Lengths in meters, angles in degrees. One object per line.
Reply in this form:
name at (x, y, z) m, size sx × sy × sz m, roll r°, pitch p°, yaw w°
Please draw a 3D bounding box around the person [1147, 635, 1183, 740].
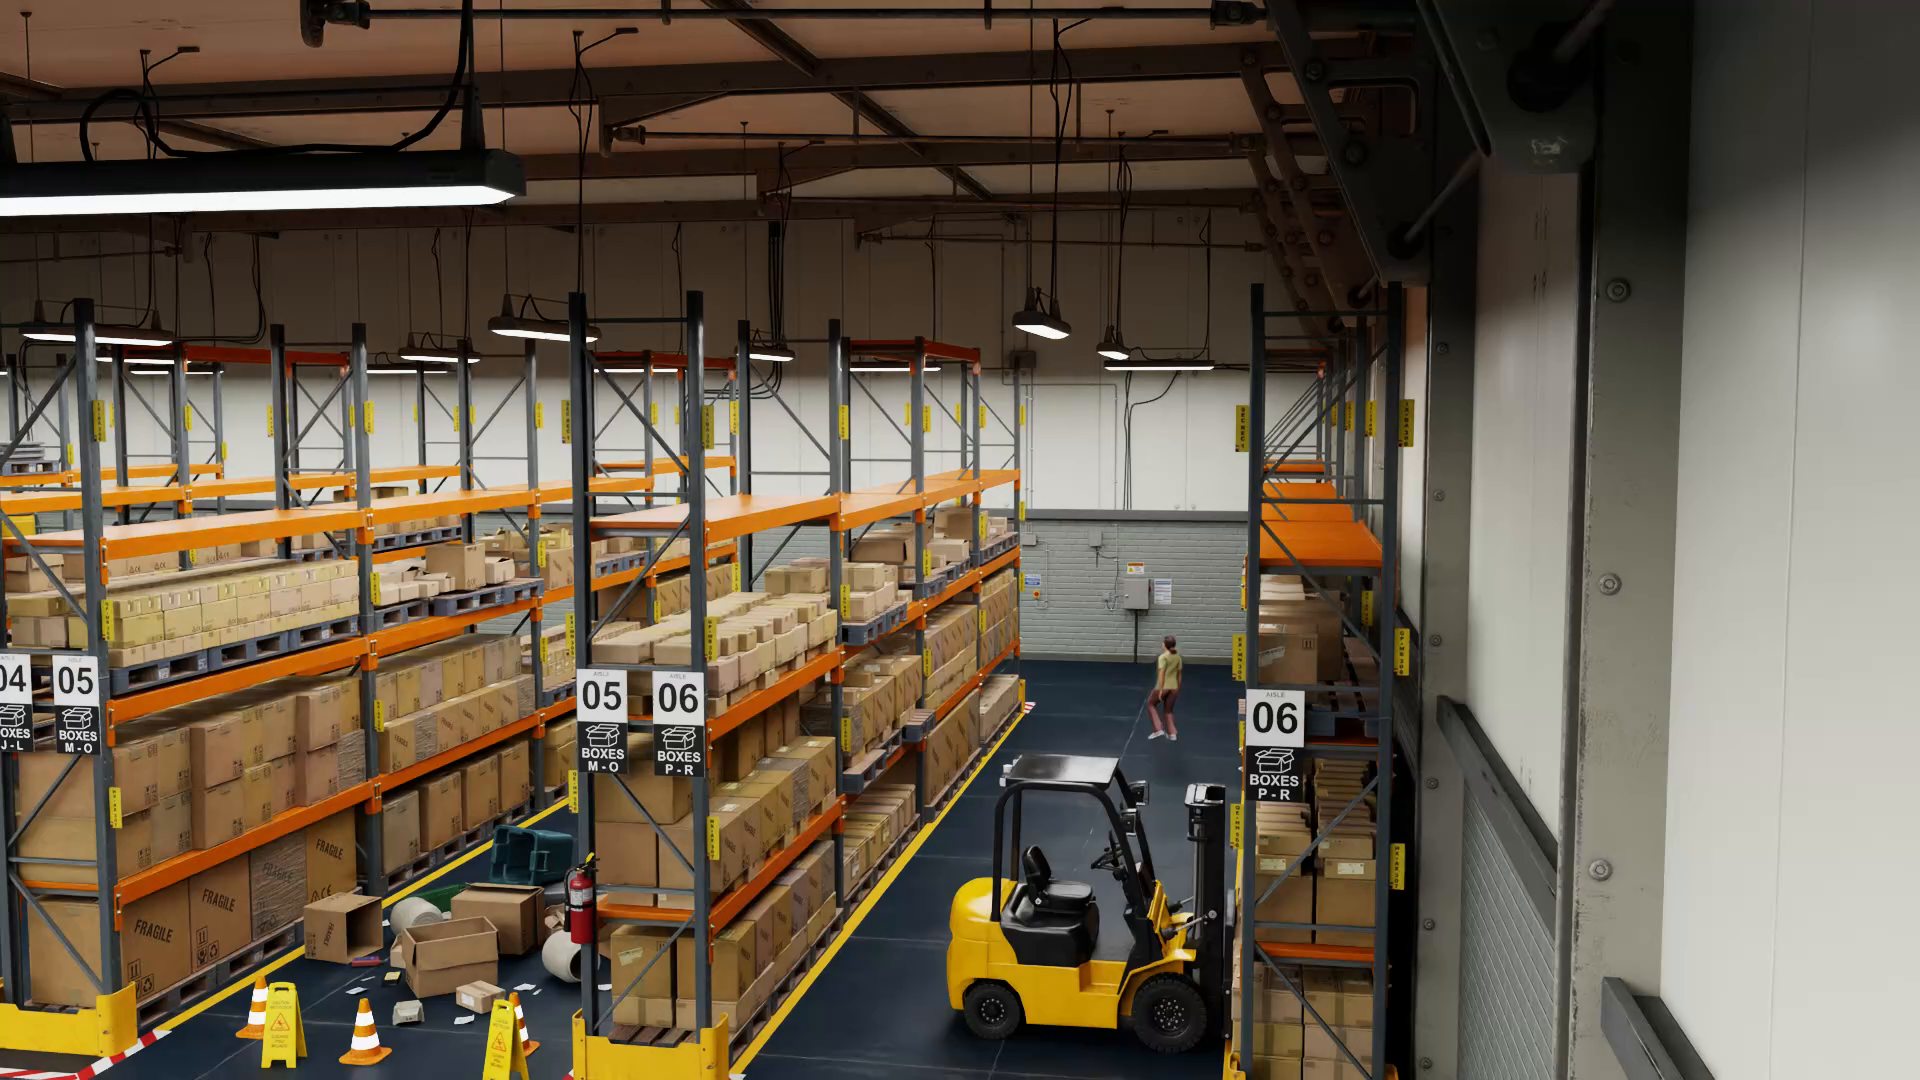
person at (3.069, 2.188, 24.485) m, size 0.464 × 1.572 × 0.652 m, roll -1°, pitch 5°, yaw -15°
